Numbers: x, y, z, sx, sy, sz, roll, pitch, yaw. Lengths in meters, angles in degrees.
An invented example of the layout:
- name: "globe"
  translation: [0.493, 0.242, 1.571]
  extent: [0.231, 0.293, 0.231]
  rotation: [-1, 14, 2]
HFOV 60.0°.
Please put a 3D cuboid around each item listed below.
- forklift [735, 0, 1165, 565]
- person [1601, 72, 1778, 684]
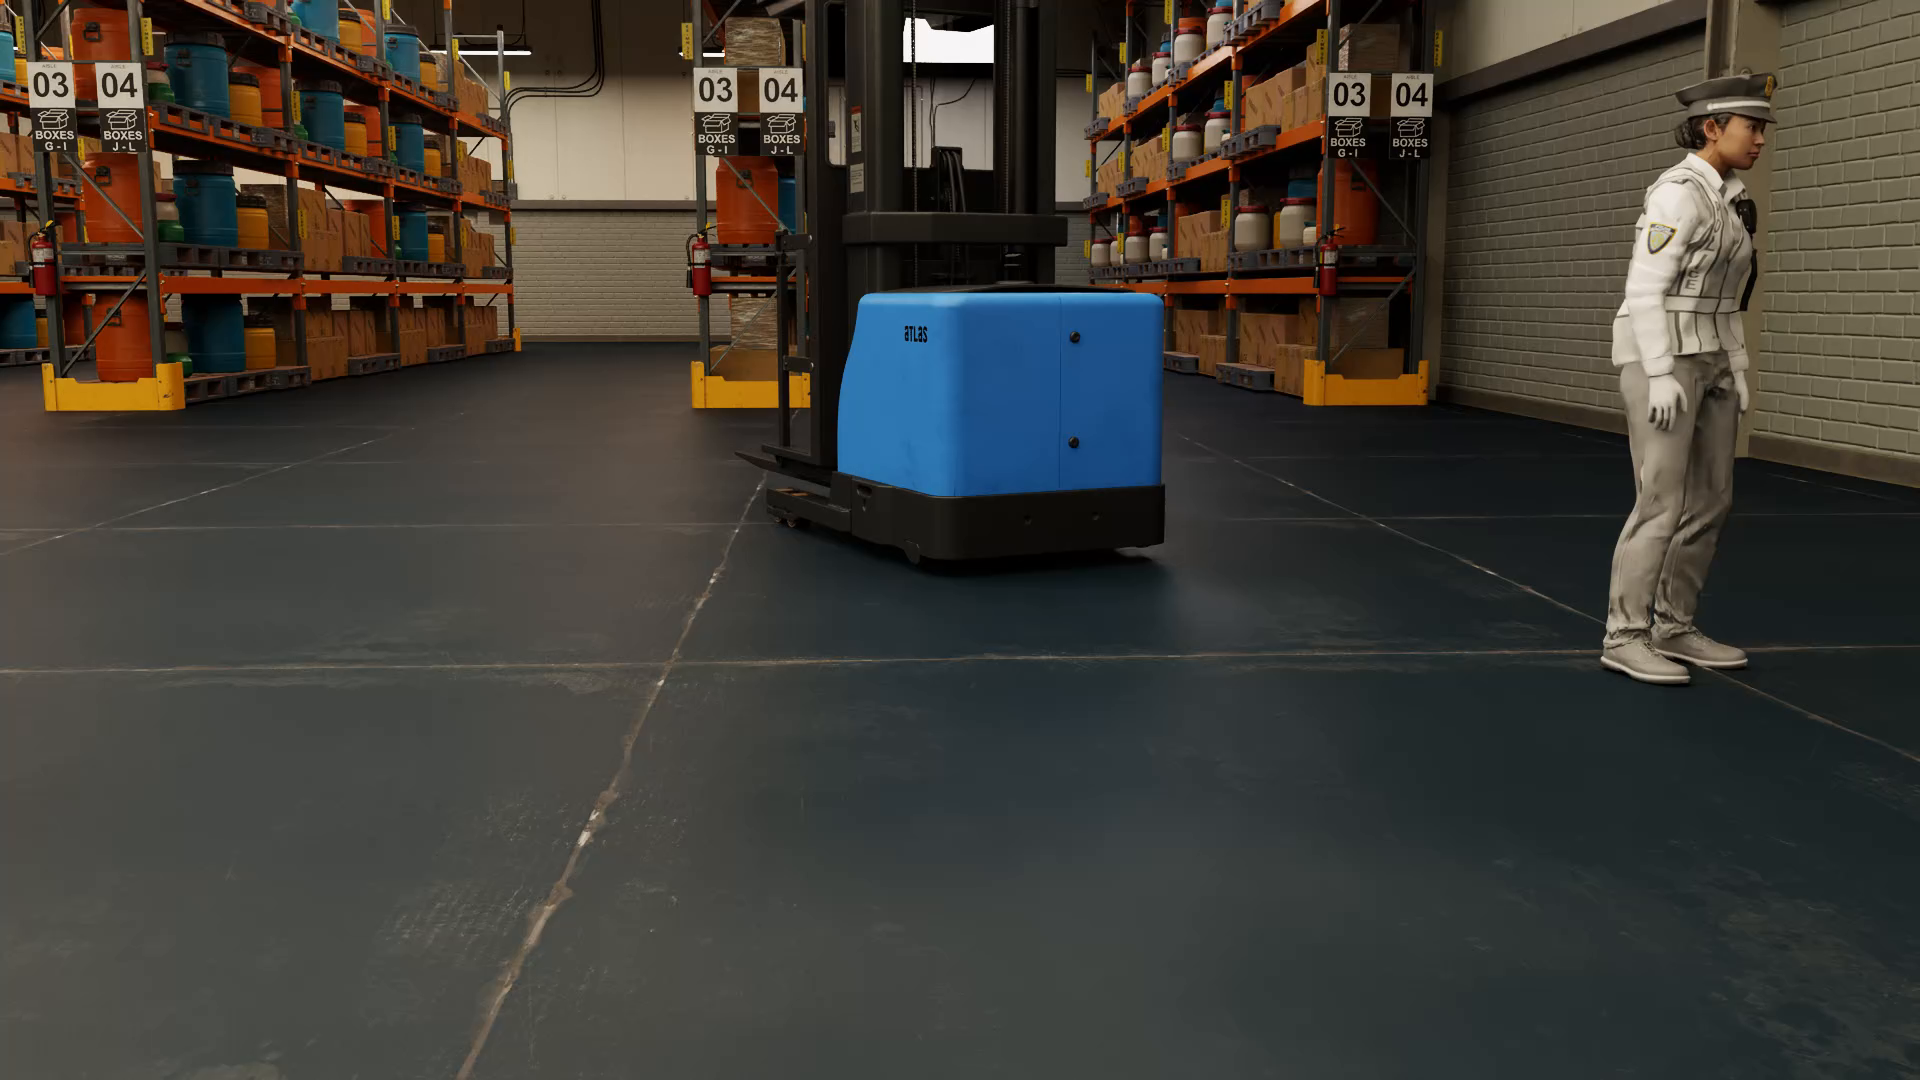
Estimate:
- name: "forklift"
  translation: [-0.264, -1.530, 7.637]
  extent: [1.130, 2.935, 3.031]
  rotation: [-4, 9, -25]
- name: "person"
  translation: [2.070, -0.457, 4.724]
  extent: [0.544, 1.666, 0.371]
  rotation: [-7, 11, -40]
